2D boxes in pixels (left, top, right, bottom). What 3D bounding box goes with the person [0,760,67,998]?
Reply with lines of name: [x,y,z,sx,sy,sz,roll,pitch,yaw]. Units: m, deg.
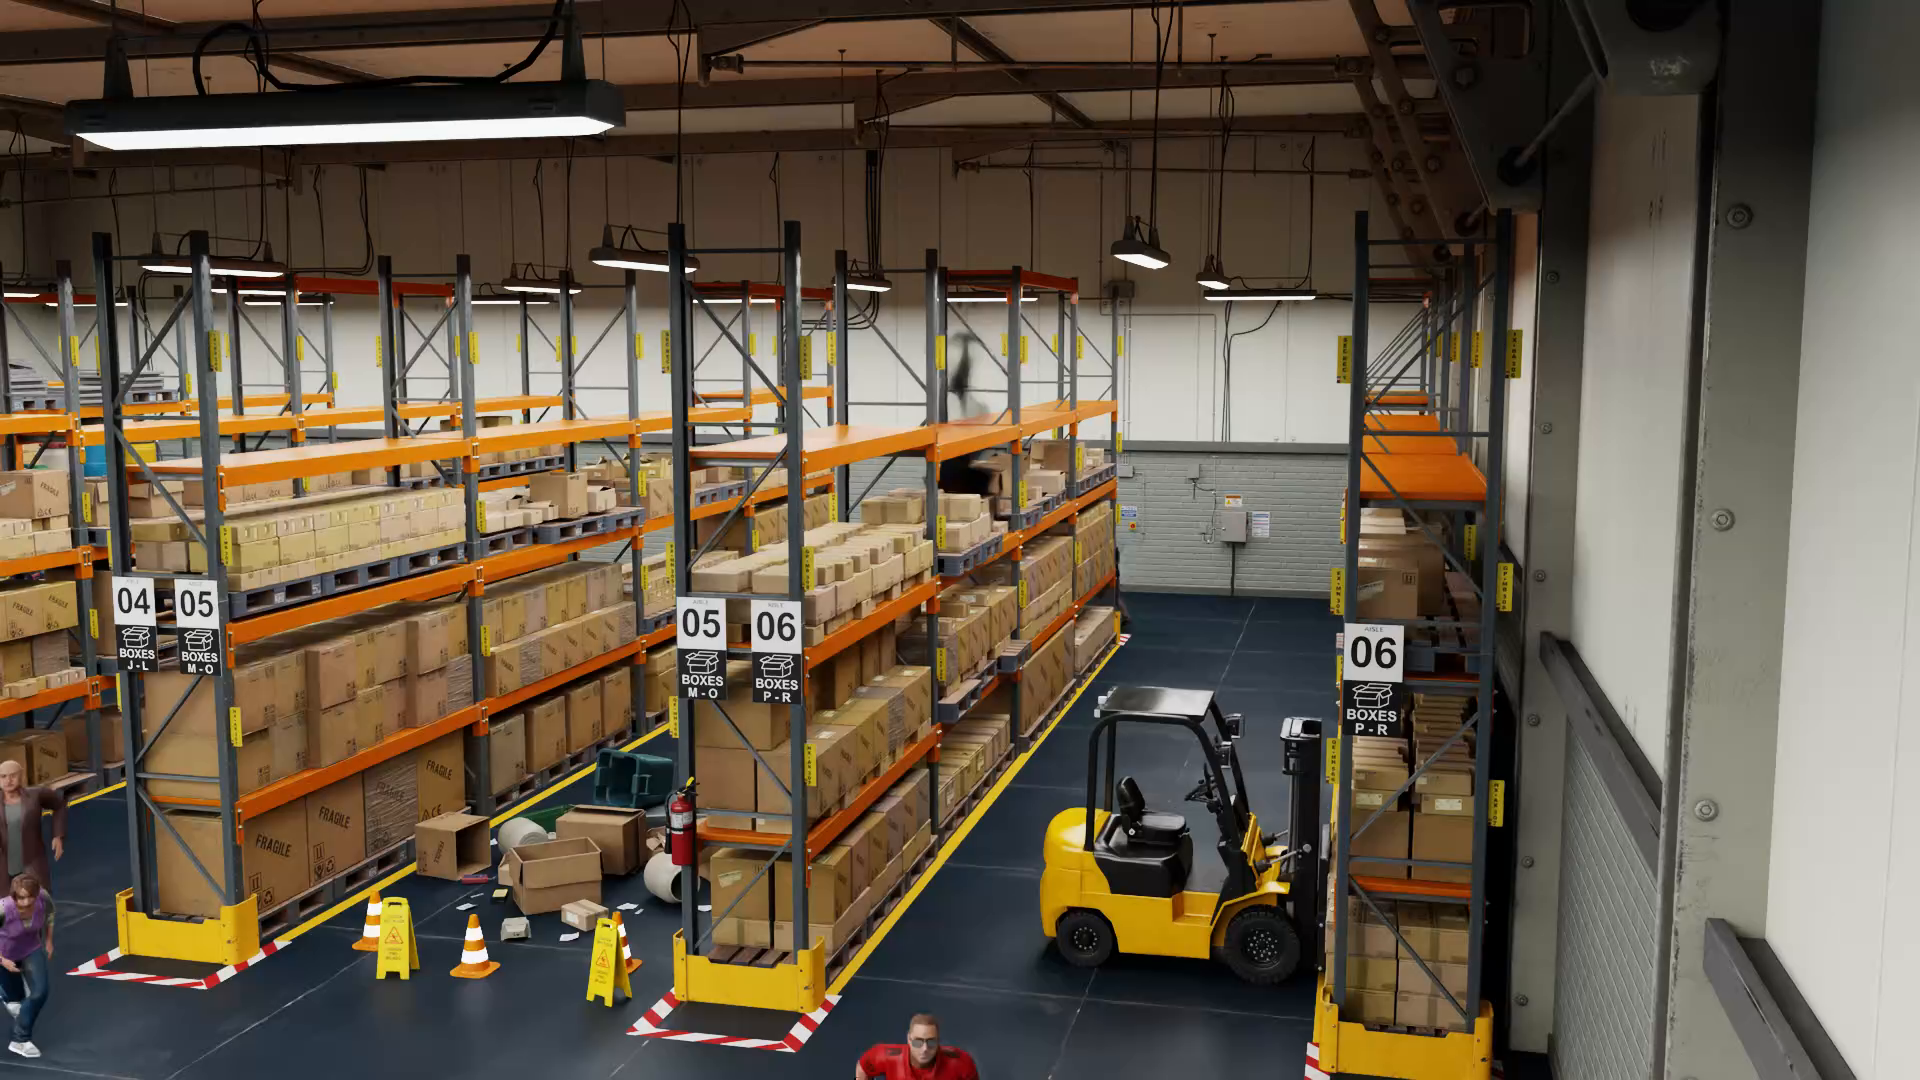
person: [-7.572,2.652,13.363,0.726,1.815,1.008,-3,8,-24]

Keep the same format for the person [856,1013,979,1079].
person: [-0.218,3.283,8.929,0.652,1.655,0.746,-1,7,-8]

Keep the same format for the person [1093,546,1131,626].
person: [2.595,0.743,29.399,0.723,1.758,0.714,6,9,42]

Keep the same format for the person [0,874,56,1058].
person: [-6.879,3.029,12.084,1.011,1.406,0.537,7,10,43]
